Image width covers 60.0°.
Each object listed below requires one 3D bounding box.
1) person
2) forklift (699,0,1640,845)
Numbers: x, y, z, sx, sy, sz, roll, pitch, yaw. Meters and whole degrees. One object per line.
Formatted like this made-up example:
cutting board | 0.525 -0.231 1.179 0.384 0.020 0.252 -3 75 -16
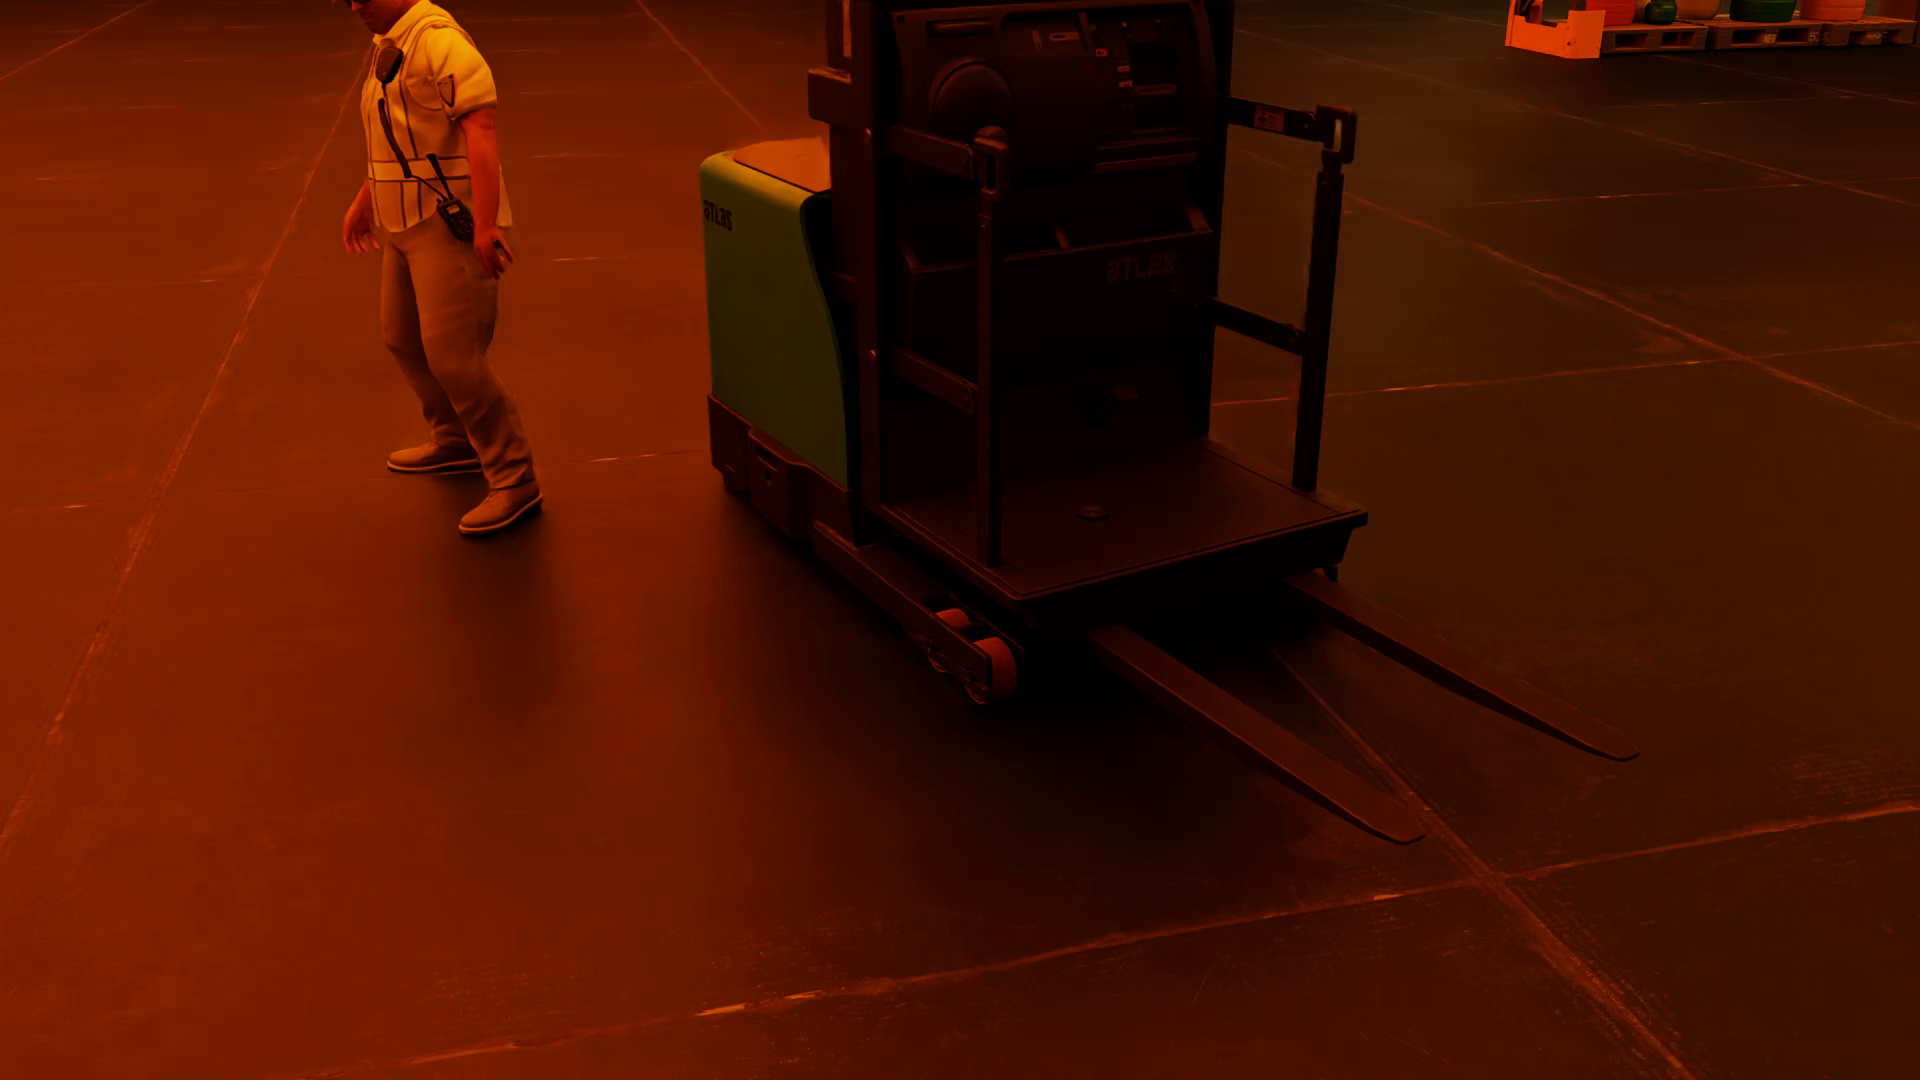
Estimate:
person | -1.610 -0.957 5.118 0.406 1.716 0.873 -16 28 -33
forklift | 0.361 -1.148 4.007 1.130 2.935 3.031 -13 26 -28
